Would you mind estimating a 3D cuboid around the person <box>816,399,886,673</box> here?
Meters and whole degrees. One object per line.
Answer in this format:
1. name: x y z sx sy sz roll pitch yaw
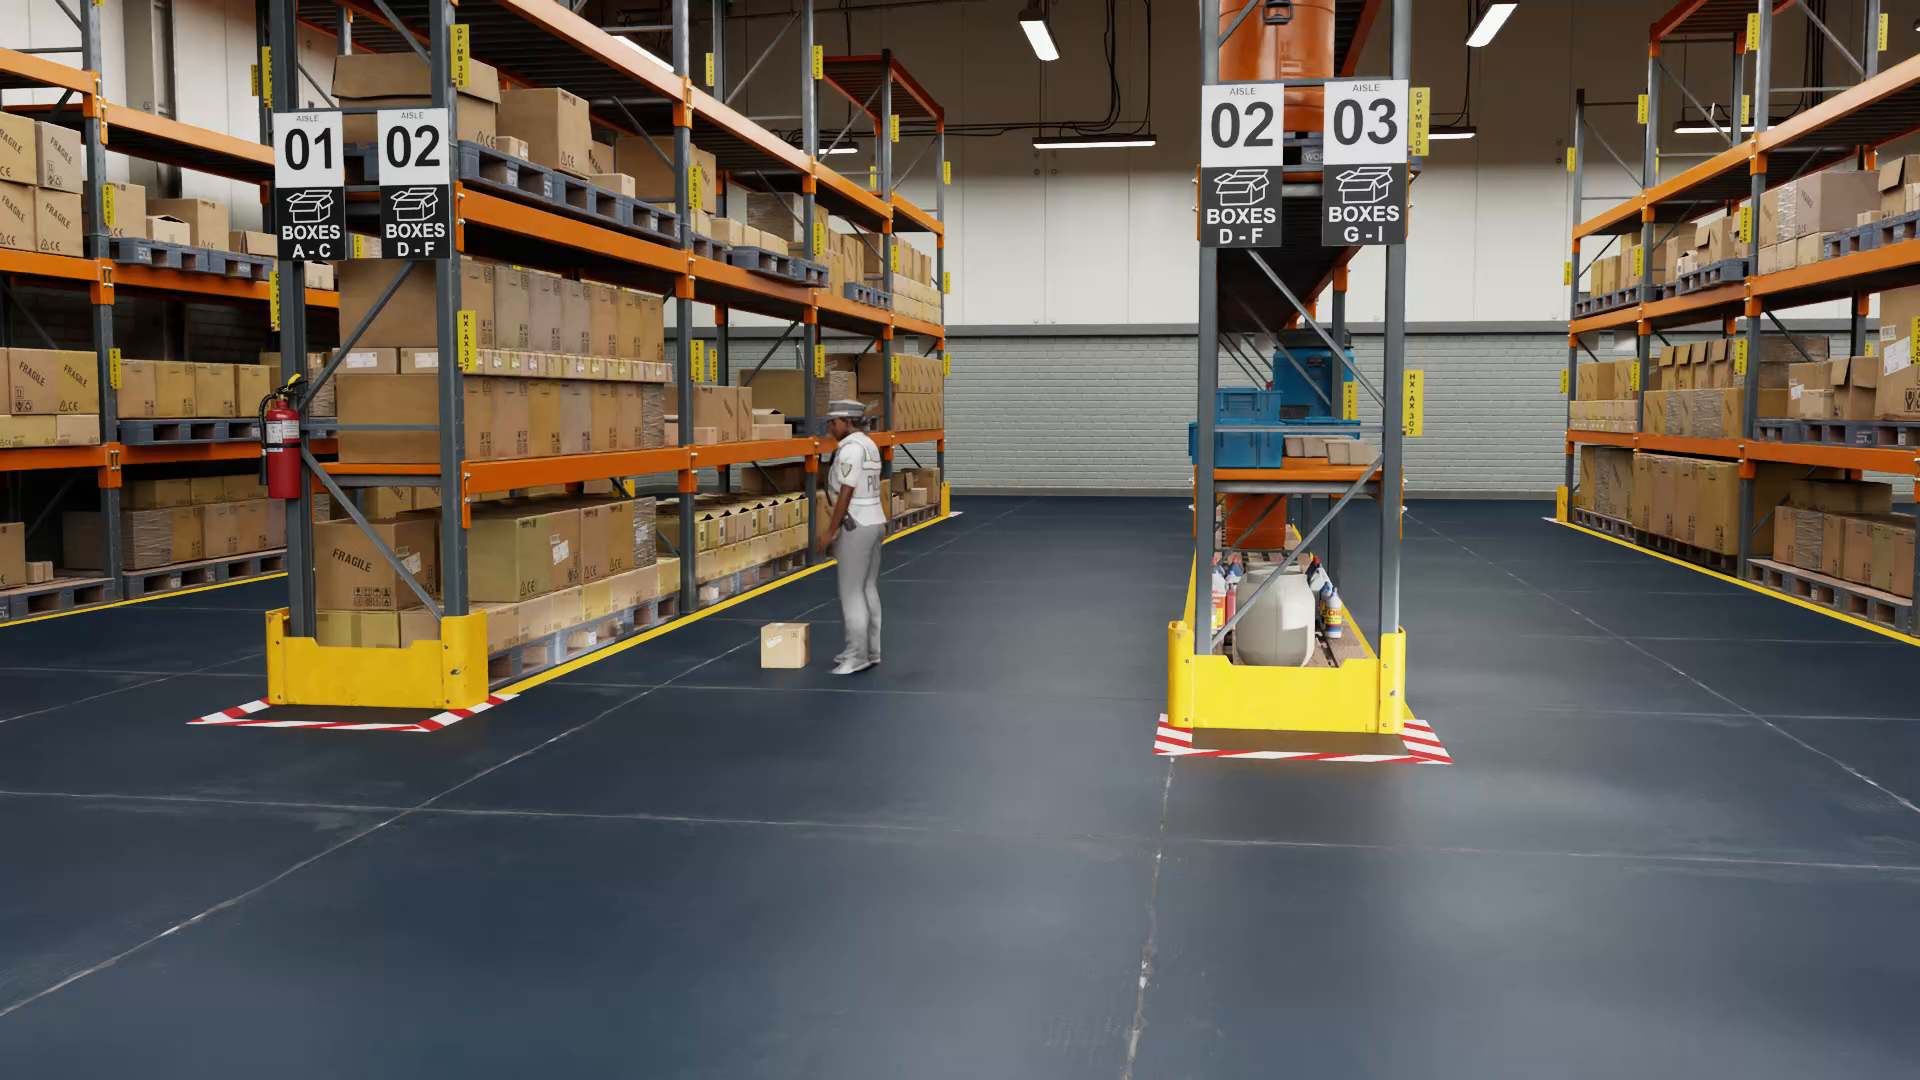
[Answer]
1. person: -0.665 -0.012 10.294 0.392 1.713 0.471 1 5 11
